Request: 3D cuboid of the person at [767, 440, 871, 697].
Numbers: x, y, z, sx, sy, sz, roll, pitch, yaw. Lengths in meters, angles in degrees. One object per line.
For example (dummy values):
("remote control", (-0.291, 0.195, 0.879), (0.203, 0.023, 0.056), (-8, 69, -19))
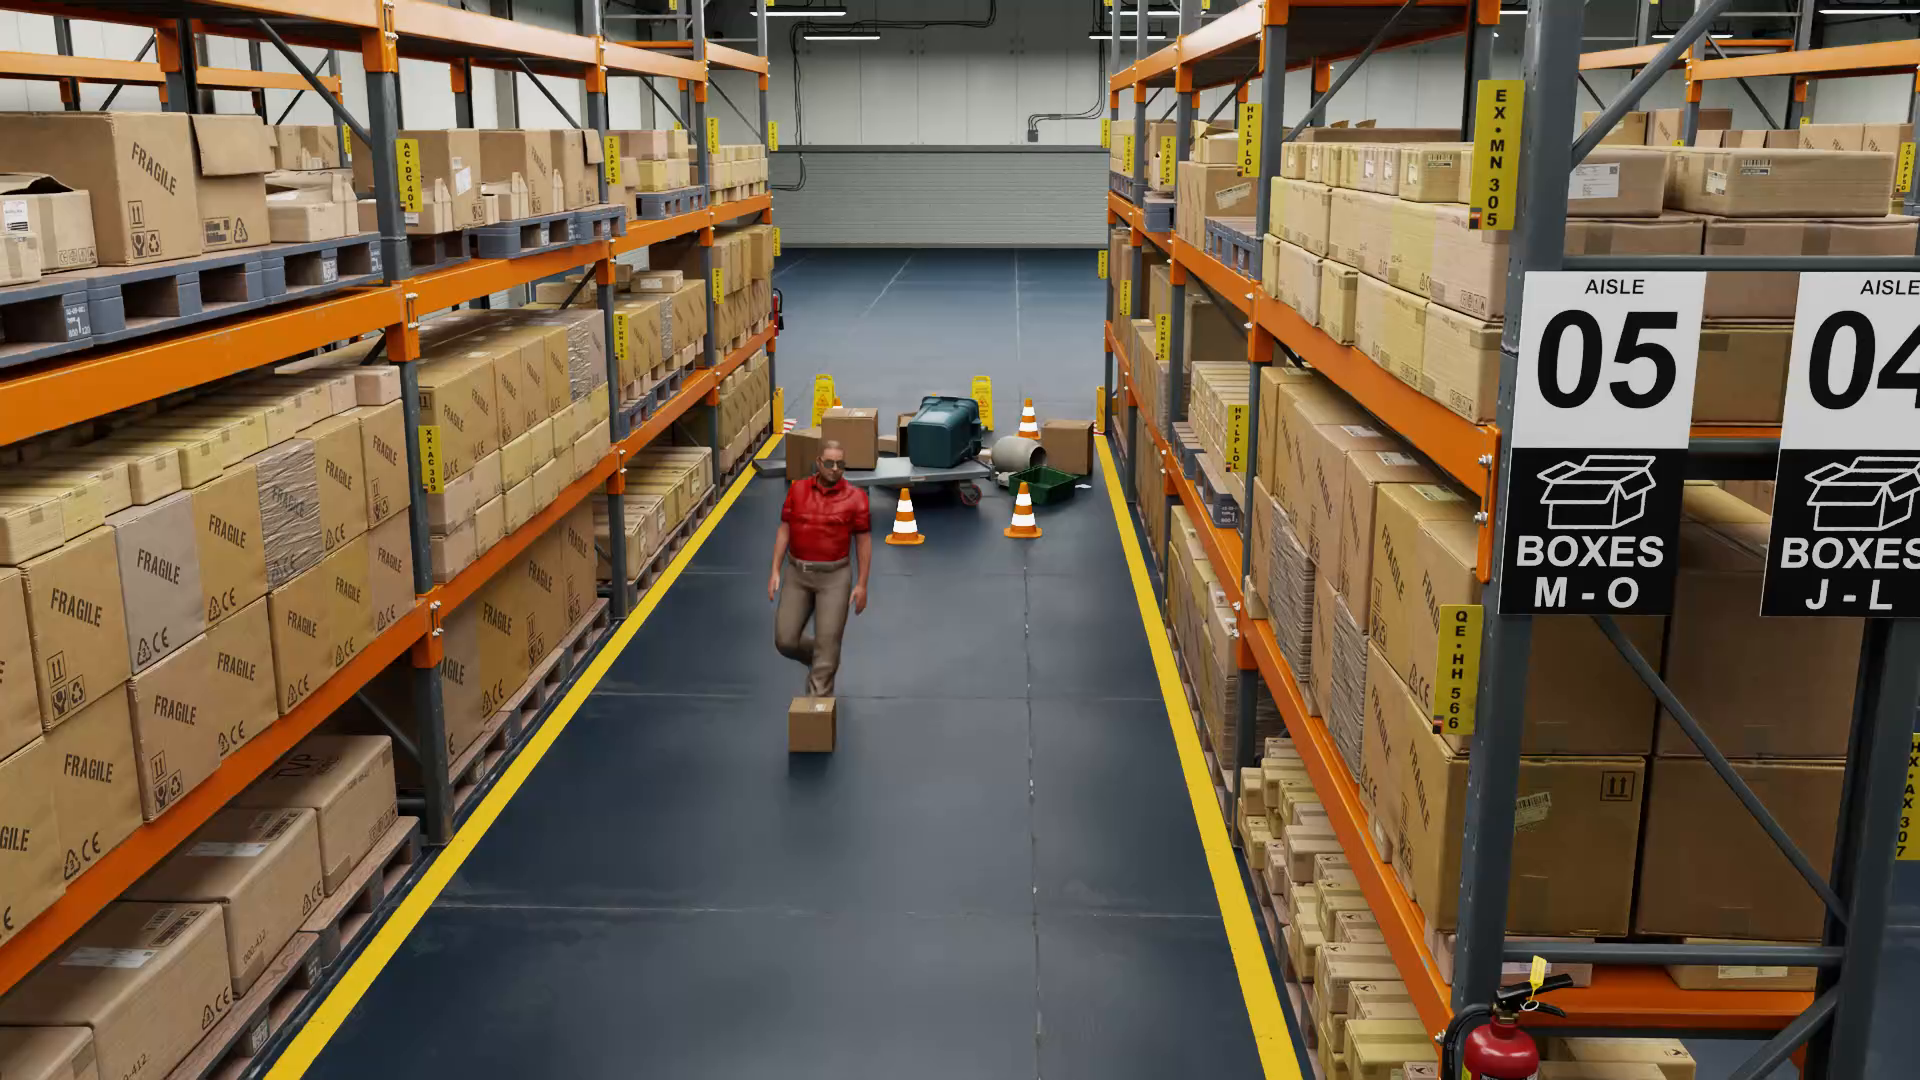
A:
("person", (-0.865, 0.264, 9.969), (0.618, 1.702, 0.757), (3, 14, 10))
